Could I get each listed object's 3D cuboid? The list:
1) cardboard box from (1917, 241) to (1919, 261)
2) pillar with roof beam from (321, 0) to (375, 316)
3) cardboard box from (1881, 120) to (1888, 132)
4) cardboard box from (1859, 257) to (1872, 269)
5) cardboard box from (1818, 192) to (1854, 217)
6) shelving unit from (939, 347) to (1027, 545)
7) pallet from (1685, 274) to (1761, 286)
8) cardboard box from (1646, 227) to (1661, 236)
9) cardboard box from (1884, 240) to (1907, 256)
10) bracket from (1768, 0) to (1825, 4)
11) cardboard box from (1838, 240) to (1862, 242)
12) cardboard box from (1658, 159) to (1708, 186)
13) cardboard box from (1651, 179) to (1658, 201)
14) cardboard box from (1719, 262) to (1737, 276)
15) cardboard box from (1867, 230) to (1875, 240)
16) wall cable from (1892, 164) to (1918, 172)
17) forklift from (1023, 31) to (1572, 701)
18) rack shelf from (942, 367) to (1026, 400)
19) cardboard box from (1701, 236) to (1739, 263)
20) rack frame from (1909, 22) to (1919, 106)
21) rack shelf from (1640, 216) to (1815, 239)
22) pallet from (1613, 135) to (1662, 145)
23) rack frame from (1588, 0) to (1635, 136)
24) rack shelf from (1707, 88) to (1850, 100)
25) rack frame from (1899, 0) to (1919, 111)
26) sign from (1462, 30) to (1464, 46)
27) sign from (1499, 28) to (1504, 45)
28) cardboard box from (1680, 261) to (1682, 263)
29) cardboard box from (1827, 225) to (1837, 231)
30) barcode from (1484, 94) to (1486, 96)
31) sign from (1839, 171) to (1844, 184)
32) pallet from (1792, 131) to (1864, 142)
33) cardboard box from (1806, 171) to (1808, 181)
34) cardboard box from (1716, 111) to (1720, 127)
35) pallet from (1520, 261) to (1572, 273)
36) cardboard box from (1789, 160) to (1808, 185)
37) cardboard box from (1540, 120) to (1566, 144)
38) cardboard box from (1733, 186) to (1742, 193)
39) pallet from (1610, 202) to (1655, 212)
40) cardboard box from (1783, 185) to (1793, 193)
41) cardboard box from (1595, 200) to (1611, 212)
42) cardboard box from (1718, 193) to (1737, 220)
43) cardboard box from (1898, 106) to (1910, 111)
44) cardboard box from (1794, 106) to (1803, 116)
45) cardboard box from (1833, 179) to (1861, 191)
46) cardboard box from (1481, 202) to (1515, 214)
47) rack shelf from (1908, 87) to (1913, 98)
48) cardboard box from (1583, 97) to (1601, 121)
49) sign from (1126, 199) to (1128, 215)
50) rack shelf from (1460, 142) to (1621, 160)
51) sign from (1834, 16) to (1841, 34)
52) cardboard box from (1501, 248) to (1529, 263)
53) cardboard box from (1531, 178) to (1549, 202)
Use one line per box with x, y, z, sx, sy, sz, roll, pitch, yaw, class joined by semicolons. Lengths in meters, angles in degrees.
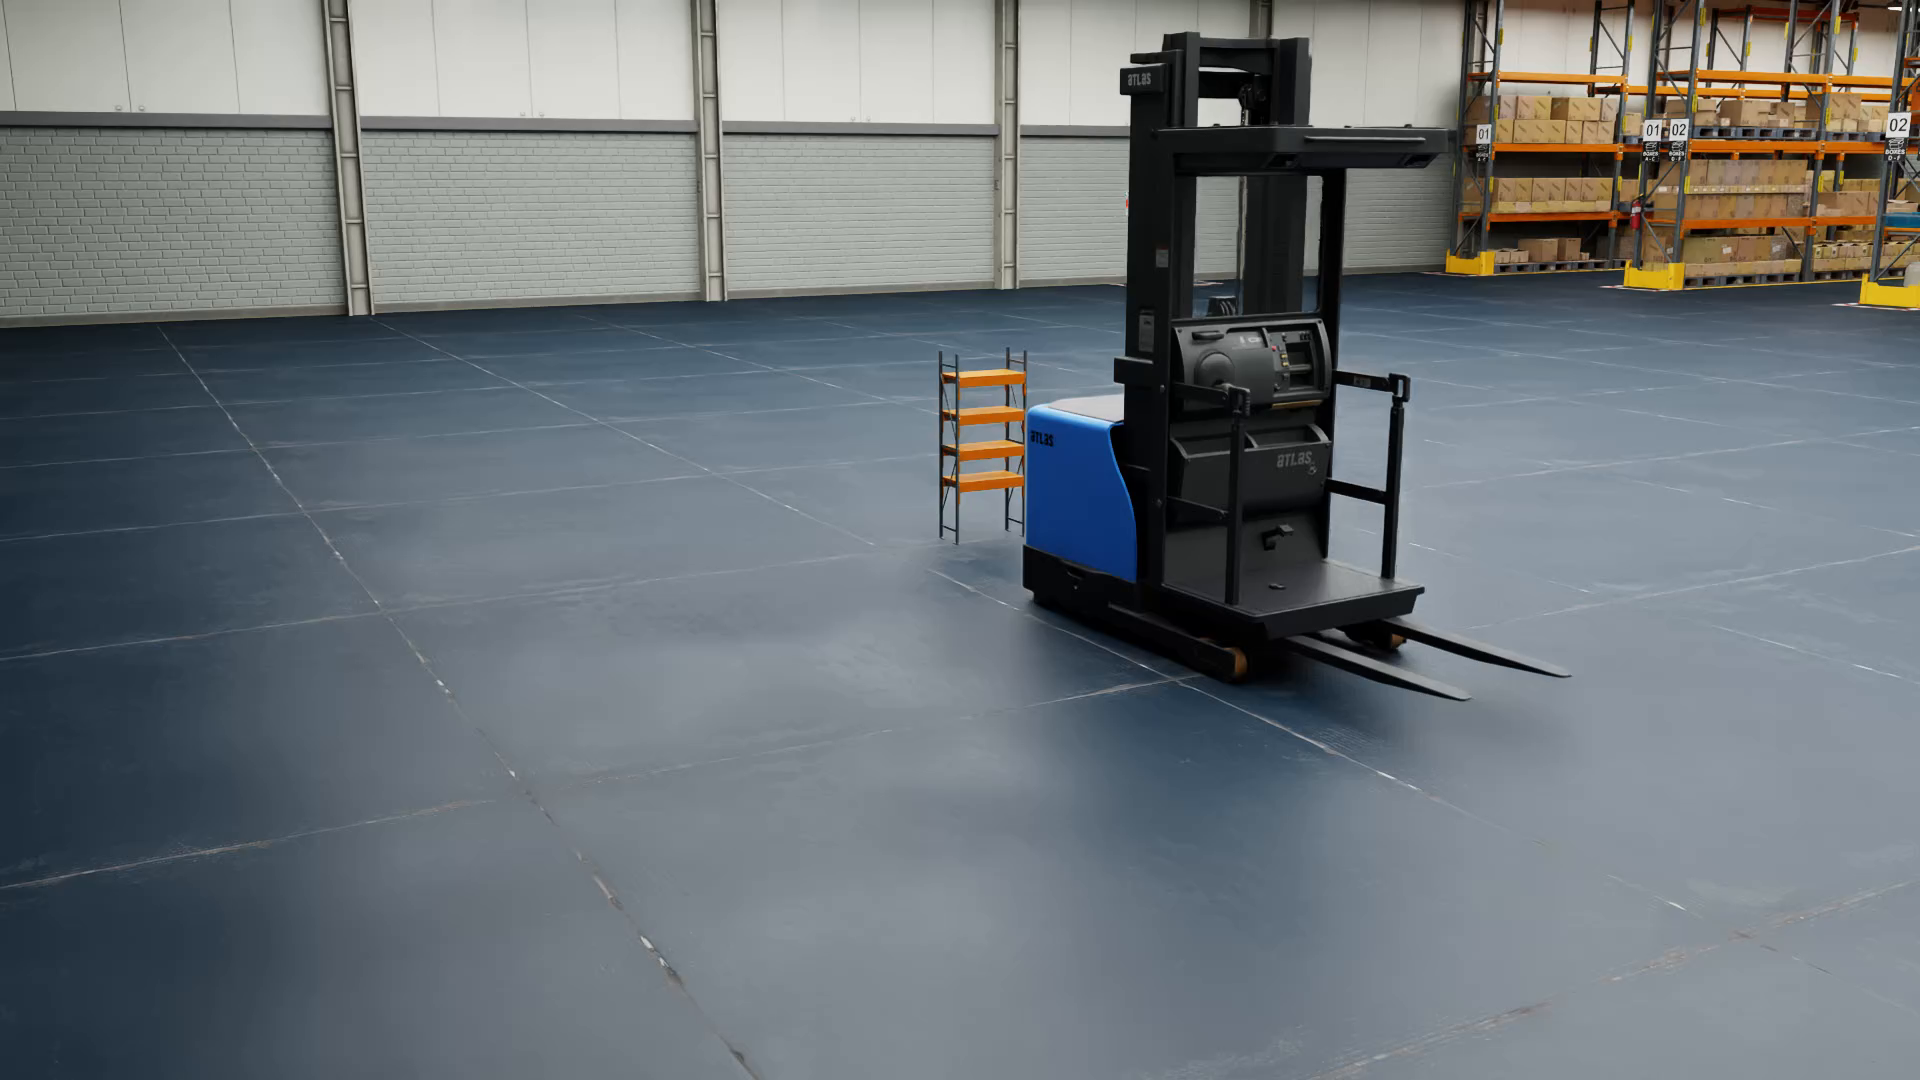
21.167;-6.249;36.234;0.500;0.500;0.500;-6;14;-25;cardboard box
-7.571;-7.186;22.044;0.400;9.000;9.100;-7;14;-28;pillar with roof beam
19.301;-8.681;34.902;0.500;0.250;0.500;-7;15;-29;cardboard box
18.942;-5.860;35.121;0.500;0.250;0.500;-7;14;-27;cardboard box
18.264;-7.022;34.750;0.500;0.500;0.500;-6;14;-24;cardboard box
0.145;-0.603;10.555;0.503;1.200;0.258;-7;14;-28;shelving unit
15.330;-5.275;33.566;1.213;0.211;1.003;-7;14;-28;pallet
16.221;-7.338;39.367;0.500;0.250;0.500;-7;15;-29;cardboard box
19.836;-6.239;35.530;0.500;0.311;0.500;-7;14;-29;cardboard box
19.494;-13.174;40.453;4.783;0.066;0.076;-7;14;-28;bracket
19.125;-6.289;35.751;0.500;0.311;0.500;-7;15;-29;cardboard box
14.071;-7.153;32.379;0.500;0.500;0.700;-7;14;-28;cardboard box
16.263;-8.237;39.149;0.500;0.500;0.700;-5;14;-20;cardboard box
15.063;-5.402;33.086;0.500;0.250;0.500;-7;14;-28;cardboard box
23.365;-7.786;43.110;0.500;0.500;0.700;-6;14;-27;cardboard box
25.947;-9.869;45.316;1.851;1.984;0.084;-7;14;-28;wall cable
1.536;-0.888;7.881;1.130;2.935;3.031;-8;15;-30;forklift
0.145;-0.986;10.469;0.480;0.148;0.258;-7;14;-28;rack shelf
15.057;-5.770;33.014;0.500;0.500;0.500;-7;14;-28;cardboard box
25.276;-11.983;43.361;0.127;3.000;1.000;-7;14;-28;rack frame
15.365;-6.278;33.314;4.000;0.370;1.077;-7;14;-28;rack shelf
15.336;-9.210;38.299;1.003;0.211;1.213;-7;14;-28;pallet
14.743;-10.721;37.751;0.127;3.000;1.000;-7;14;-28;rack frame
20.010;-10.806;40.679;4.000;0.370;1.077;-7;14;-28;rack shelf
20.631;-10.187;35.381;0.127;3.000;1.000;-7;14;-28;rack frame
10.984;-10.942;36.246;0.005;0.325;0.100;-7;14;-28;sign
11.492;-10.690;35.306;0.005;0.325;0.100;-7;14;-28;sign
14.371;-5.451;33.303;0.500;0.250;0.500;-7;14;-28;cardboard box
22.248;-8.019;42.671;0.250;0.149;0.380;-7;14;-28;cardboard box
11.616;-9.837;36.784;0.075;0.075;0.001;-7;14;-28;barcode
22.034;-9.058;41.571;0.005;0.325;0.100;-7;14;-28;sign
17.888;-8.305;34.285;1.217;0.209;0.805;-8;15;-30;pallet
20.577;-9.001;41.115;0.500;0.250;0.500;-7;14;-27;cardboard box
14.982;-8.343;32.943;0.500;0.311;0.500;-5;14;-21;cardboard box
13.098;-6.227;37.798;1.213;0.211;1.003;-7;14;-28;pallet
16.734;-7.474;33.804;0.500;0.500;0.700;-7;14;-28;cardboard box
13.048;-9.048;36.875;0.500;0.500;0.500;-6;14;-24;cardboard box
15.186;-6.920;32.821;0.250;0.149;0.380;-7;14;-29;cardboard box
15.484;-7.753;38.664;1.213;0.211;1.003;-7;14;-28;pallet
16.537;-7.082;33.539;0.250;0.149;0.380;-7;15;-30;cardboard box
14.473;-7.622;37.943;0.500;0.250;0.500;-7;14;-28;cardboard box
14.922;-6.622;32.973;0.500;0.500;0.700;-7;14;-27;cardboard box
23.866;-10.830;42.516;0.500;0.500;0.500;-8;15;-30;cardboard box
20.453;-10.600;41.109;0.500;0.250;0.500;-7;15;-30;cardboard box
22.249;-8.836;42.356;0.700;0.700;0.980;-7;14;-27;cardboard box
11.813;-7.300;36.511;0.500;0.250;0.500;-7;15;-29;cardboard box
22.386;-9.852;36.439;4.000;0.370;1.077;-7;14;-28;rack shelf
13.955;-9.639;37.225;0.500;0.500;0.500;-6;14;-25;cardboard box
3.444;-6.709;33.507;0.234;0.329;0.001;-7;14;-28;sign
12.988;-8.696;37.225;4.000;0.370;1.077;-7;14;-28;rack shelf
17.364;-10.190;32.904;0.005;0.325;0.100;-7;14;-28;sign
12.383;-6.392;37.300;0.500;0.311;0.500;-6;14;-23;cardboard box
12.690;-7.771;36.897;0.500;0.500;0.500;-7;15;-30;cardboard box
